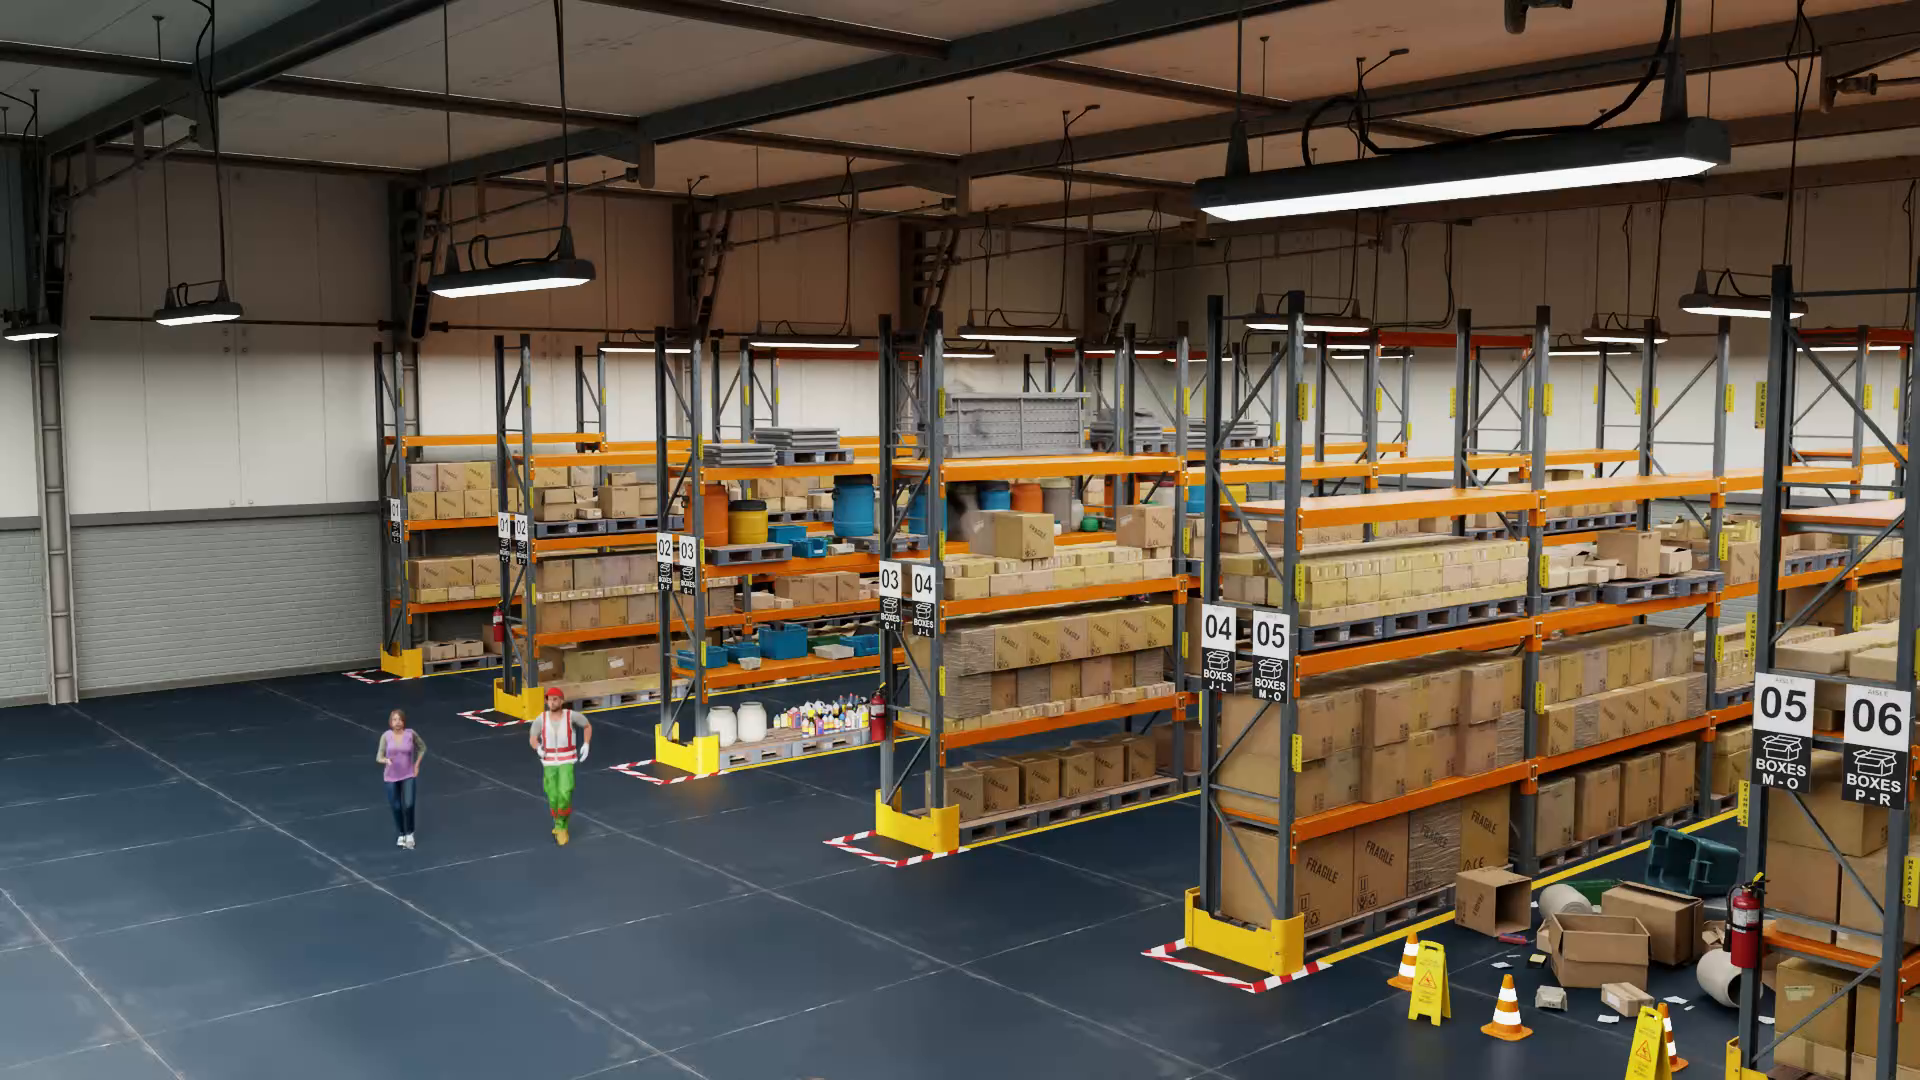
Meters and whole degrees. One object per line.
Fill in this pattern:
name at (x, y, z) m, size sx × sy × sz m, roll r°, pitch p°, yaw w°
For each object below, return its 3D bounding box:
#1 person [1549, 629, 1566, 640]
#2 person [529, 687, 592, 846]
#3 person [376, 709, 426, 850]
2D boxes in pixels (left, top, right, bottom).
person at (8.770, 2.094, 24.565) m, size 0.833 × 1.666 × 0.626 m, roll -5°, pitch 7°, yaw -44°
person at (-4.569, 2.565, 18.948) m, size 0.664 × 1.788 × 0.712 m, roll 0°, pitch 5°, yaw -1°
person at (-6.236, 2.683, 18.555) m, size 0.519 × 1.582 × 0.615 m, roll -1°, pitch 5°, yaw -14°
